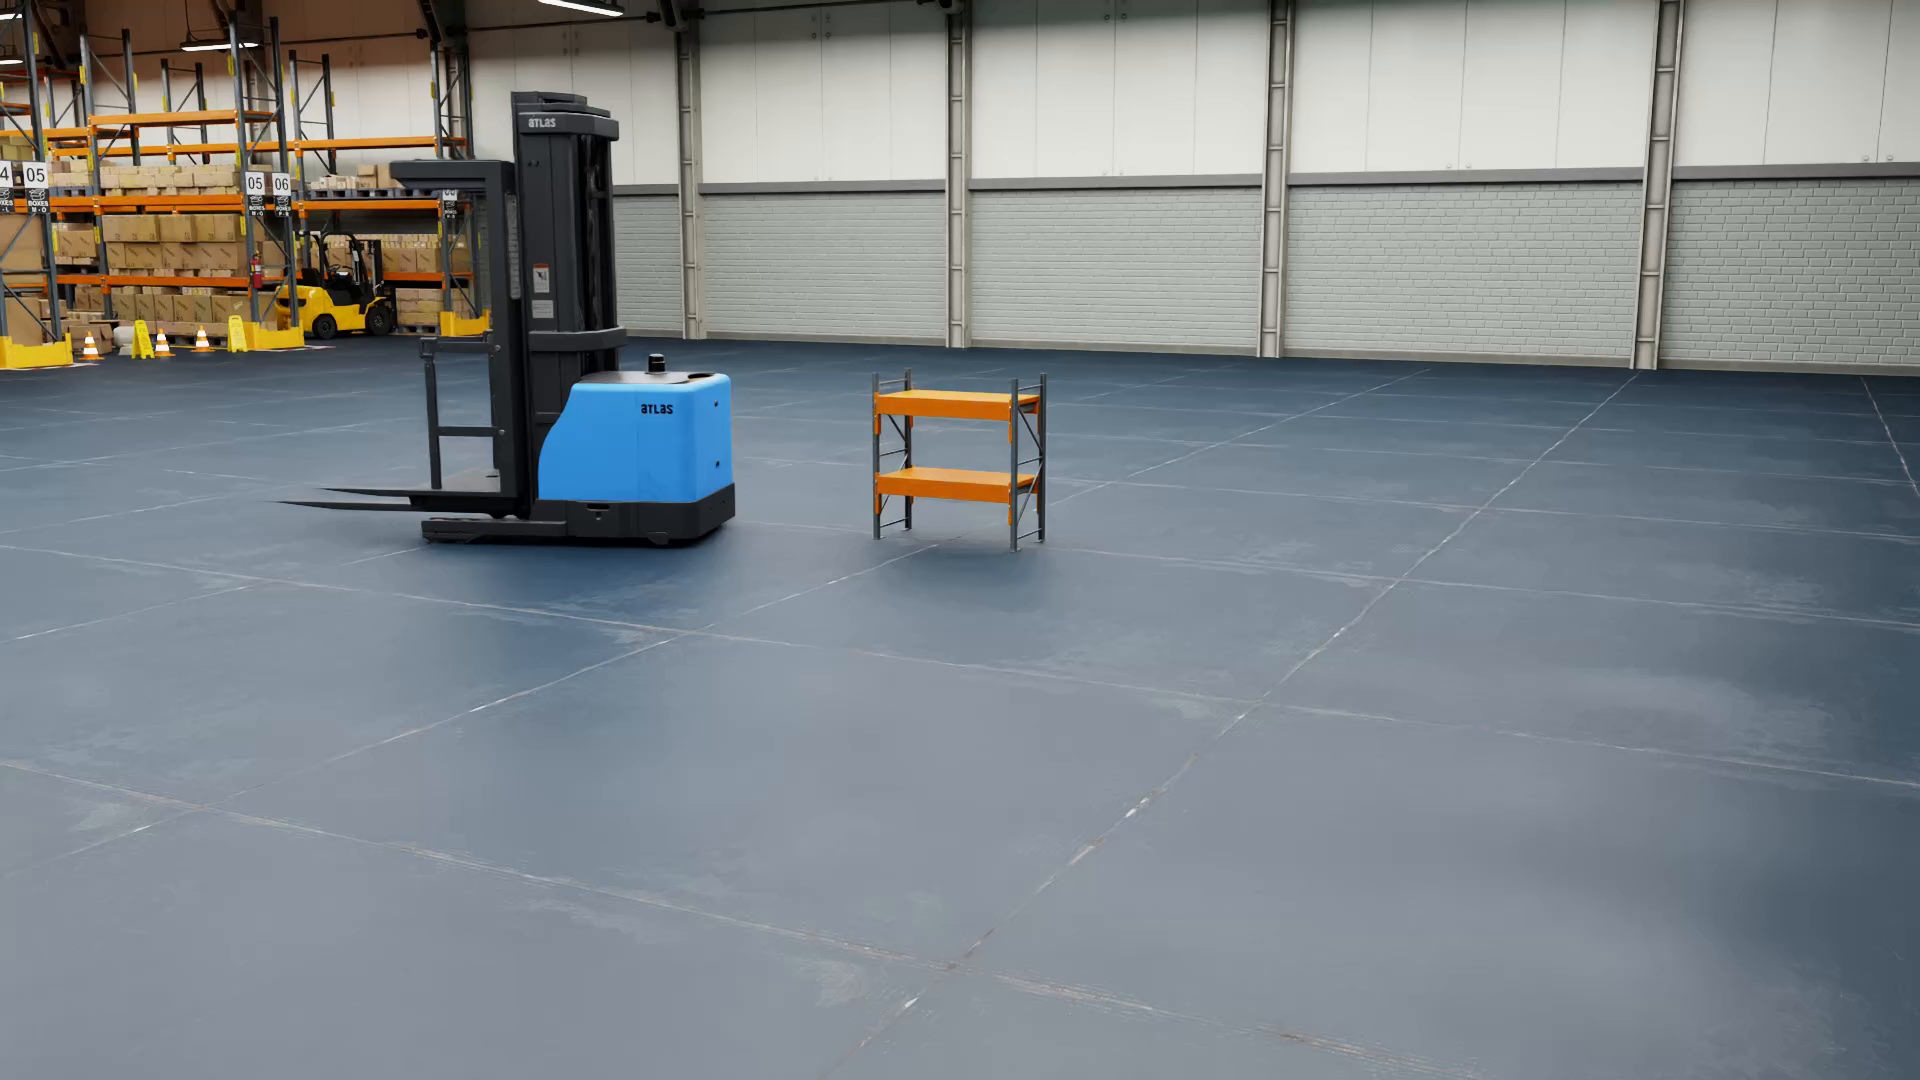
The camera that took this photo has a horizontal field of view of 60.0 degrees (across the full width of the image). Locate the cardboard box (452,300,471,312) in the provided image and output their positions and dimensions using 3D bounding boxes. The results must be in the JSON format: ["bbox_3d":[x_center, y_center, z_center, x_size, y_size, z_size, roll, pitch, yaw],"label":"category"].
[{"bbox_3d":[-10.889,-5.030,35.739,0.500,0.250,0.500,5,12,27],"label":"cardboard box"}]

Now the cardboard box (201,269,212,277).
[{"bbox_3d":[-13.924,-4.980,31.031,0.250,0.149,0.380,5,12,27],"label":"cardboard box"}]

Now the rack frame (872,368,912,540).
[{"bbox_3d":[-0.462,-0.594,11.354,0.032,1.125,0.500,5,11,26],"label":"rack frame"}]

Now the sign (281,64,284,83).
[{"bbox_3d":[-12.512,-8.605,30.661,0.005,0.325,0.100,5,11,26],"label":"sign"}]

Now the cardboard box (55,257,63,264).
[{"bbox_3d":[-17.629,-5.520,32.832,0.250,0.149,0.380,5,11,26],"label":"cardboard box"}]

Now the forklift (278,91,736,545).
[{"bbox_3d":[-3.151,-1.507,11.326,3.031,2.935,1.130,1,10,8],"label":"forklift"}]

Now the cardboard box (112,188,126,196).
[{"bbox_3d":[-15.960,-6.641,31.785,0.250,0.149,0.380,5,11,26],"label":"cardboard box"}]

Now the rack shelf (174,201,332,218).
[{"bbox_3d":[-15.940,-7.455,37.598,4.000,0.370,1.077,5,11,26],"label":"rack shelf"}]

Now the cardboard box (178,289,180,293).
[{"bbox_3d":[-18.289,-5.785,38.790,0.250,0.149,0.380,4,11,23],"label":"cardboard box"}]

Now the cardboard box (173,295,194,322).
[{"bbox_3d":[-14.505,-4.393,31.516,0.500,0.500,0.500,5,11,24],"label":"cardboard box"}]

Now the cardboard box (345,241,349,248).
[{"bbox_3d":[-13.075,-6.388,36.004,0.250,0.149,0.380,5,11,25],"label":"cardboard box"}]

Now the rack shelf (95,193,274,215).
[{"bbox_3d":[-14.546,-6.347,31.474,4.000,0.370,1.077,5,11,26],"label":"rack shelf"}]

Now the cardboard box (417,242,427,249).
[{"bbox_3d":[-11.237,-6.227,35.110,0.250,0.149,0.380,5,12,27],"label":"cardboard box"}]

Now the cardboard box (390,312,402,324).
[{"bbox_3d":[-12.007,-4.782,35.772,0.500,0.250,0.500,5,11,26],"label":"cardboard box"}]

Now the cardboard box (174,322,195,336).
[{"bbox_3d":[-14.529,-4.024,31.584,0.500,0.250,0.500,5,11,24],"label":"cardboard box"}]

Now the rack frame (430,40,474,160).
[{"bbox_3d":[-10.560,-8.812,34.654,0.127,3.000,1.000,5,11,26],"label":"rack frame"}]

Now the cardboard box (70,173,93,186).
[{"bbox_3d":[-16.928,-7.014,32.383,0.500,0.250,0.500,5,11,25],"label":"cardboard box"}]

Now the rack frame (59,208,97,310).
[{"bbox_3d":[-21.321,-6.806,40.413,0.127,3.000,1.000,5,11,26],"label":"rack frame"}]

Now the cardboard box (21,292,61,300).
[{"bbox_3d":[-22.721,-5.879,41.131,0.500,0.500,0.700,5,11,24],"label":"cardboard box"}]

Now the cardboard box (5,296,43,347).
[{"bbox_3d":[-15.490,-3.473,26.783,0.875,0.875,0.875,5,11,26],"label":"cardboard box"}]

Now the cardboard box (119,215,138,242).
[{"bbox_3d":[-15.593,-5.957,31.799,0.500,0.500,0.700,5,11,26],"label":"cardboard box"}]

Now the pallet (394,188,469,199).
[{"bbox_3d":[-11.182,-7.353,35.260,1.213,0.211,1.003,5,11,26],"label":"pallet"}]

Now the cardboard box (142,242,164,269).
[{"bbox_3d":[-15.163,-5.421,31.647,0.500,0.500,0.500,5,11,25],"label":"cardboard box"}]

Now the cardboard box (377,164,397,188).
[{"bbox_3d":[-11.939,-7.734,35.378,0.500,0.500,0.700,5,11,26],"label":"cardboard box"}]

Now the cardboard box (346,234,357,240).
[{"bbox_3d":[-13.055,-6.540,36.007,0.250,0.149,0.380,5,11,25],"label":"cardboard box"}]

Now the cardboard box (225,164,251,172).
[{"bbox_3d":[-13.187,-6.792,30.377,0.250,0.149,0.380,5,11,26],"label":"cardboard box"}]

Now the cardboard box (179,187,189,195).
[{"bbox_3d":[-14.332,-6.509,31.052,0.250,0.149,0.380,5,11,24],"label":"cardboard box"}]

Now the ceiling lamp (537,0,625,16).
[{"bbox_3d":[-6.183,-10.536,27.786,0.800,3.185,2.000,5,11,26],"label":"ceiling lamp"}]

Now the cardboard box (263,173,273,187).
[{"bbox_3d":[-13.086,-6.698,30.980,0.500,0.250,0.500,5,11,25],"label":"cardboard box"}]

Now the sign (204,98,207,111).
[{"bbox_3d":[-17.492,-10.069,38.531,0.005,0.325,0.100,5,11,26],"label":"sign"}]

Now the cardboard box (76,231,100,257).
[{"bbox_3d":[-16.856,-5.785,32.474,0.500,0.500,0.500,5,11,25],"label":"cardboard box"}]

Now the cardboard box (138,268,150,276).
[{"bbox_3d":[-15.492,-5.130,31.859,0.250,0.149,0.380,5,12,28],"label":"cardboard box"}]

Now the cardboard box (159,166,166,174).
[{"bbox_3d":[-14.771,-6.941,31.203,0.250,0.149,0.380,5,12,27],"label":"cardboard box"}]

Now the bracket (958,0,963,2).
[{"bbox_3d":[0.191,-9.747,29.713,0.430,0.232,0.235,5,11,26],"label":"bracket"}]

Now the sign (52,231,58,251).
[{"bbox_3d":[-14.601,-4.822,26.797,0.005,0.325,0.100,5,11,26],"label":"sign"}]

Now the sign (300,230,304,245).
[{"bbox_3d":[-14.378,-6.619,36.351,0.005,0.325,0.100,5,11,26],"label":"sign"}]

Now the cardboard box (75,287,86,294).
[{"bbox_3d":[-21.117,-6.031,40.149,0.250,0.149,0.380,6,12,29],"label":"cardboard box"}]

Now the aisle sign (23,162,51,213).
[{"bbox_3d":[-14.656,-5.590,26.397,0.004,0.787,0.394,5,11,26],"label":"aisle sign"}]

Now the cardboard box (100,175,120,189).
[{"bbox_3d":[-16.066,-6.853,31.835,0.500,0.250,0.500,5,11,25],"label":"cardboard box"}]

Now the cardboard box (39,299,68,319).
[{"bbox_3d":[-17.100,-4.239,31.119,0.500,0.500,0.500,5,11,26],"label":"cardboard box"}]

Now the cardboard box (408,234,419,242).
[{"bbox_3d":[-11.456,-6.400,35.235,0.250,0.149,0.380,5,12,27],"label":"cardboard box"}]

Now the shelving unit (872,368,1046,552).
[{"bbox_3d":[-0.006,-0.554,11.133,1.048,1.125,0.538,5,11,26],"label":"shelving unit"}]

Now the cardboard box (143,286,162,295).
[{"bbox_3d":[-15.383,-4.775,31.806,0.250,0.149,0.380,6,12,28],"label":"cardboard box"}]

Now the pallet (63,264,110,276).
[{"bbox_3d":[-16.961,-5.372,33.026,1.213,0.211,1.003,5,11,26],"label":"pallet"}]

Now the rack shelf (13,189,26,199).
[{"bbox_3d":[-16.646,-5.548,27.062,4.000,0.370,1.077,5,11,26],"label":"rack shelf"}]

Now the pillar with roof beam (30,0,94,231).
[{"bbox_3d":[-23.451,-9.269,37.178,0.548,9.000,9.100,5,11,26],"label":"pillar with roof beam"}]

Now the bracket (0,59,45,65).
[{"bbox_3d":[-24.386,-11.907,41.646,4.783,0.066,0.076,5,11,26],"label":"bracket"}]

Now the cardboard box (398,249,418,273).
[{"bbox_3d":[-11.578,-5.949,35.396,0.500,0.500,0.500,5,12,28],"label":"cardboard box"}]

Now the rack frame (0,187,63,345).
[{"bbox_3d":[-14.852,-4.269,26.394,0.127,3.000,1.000,5,11,26],"label":"rack frame"}]
